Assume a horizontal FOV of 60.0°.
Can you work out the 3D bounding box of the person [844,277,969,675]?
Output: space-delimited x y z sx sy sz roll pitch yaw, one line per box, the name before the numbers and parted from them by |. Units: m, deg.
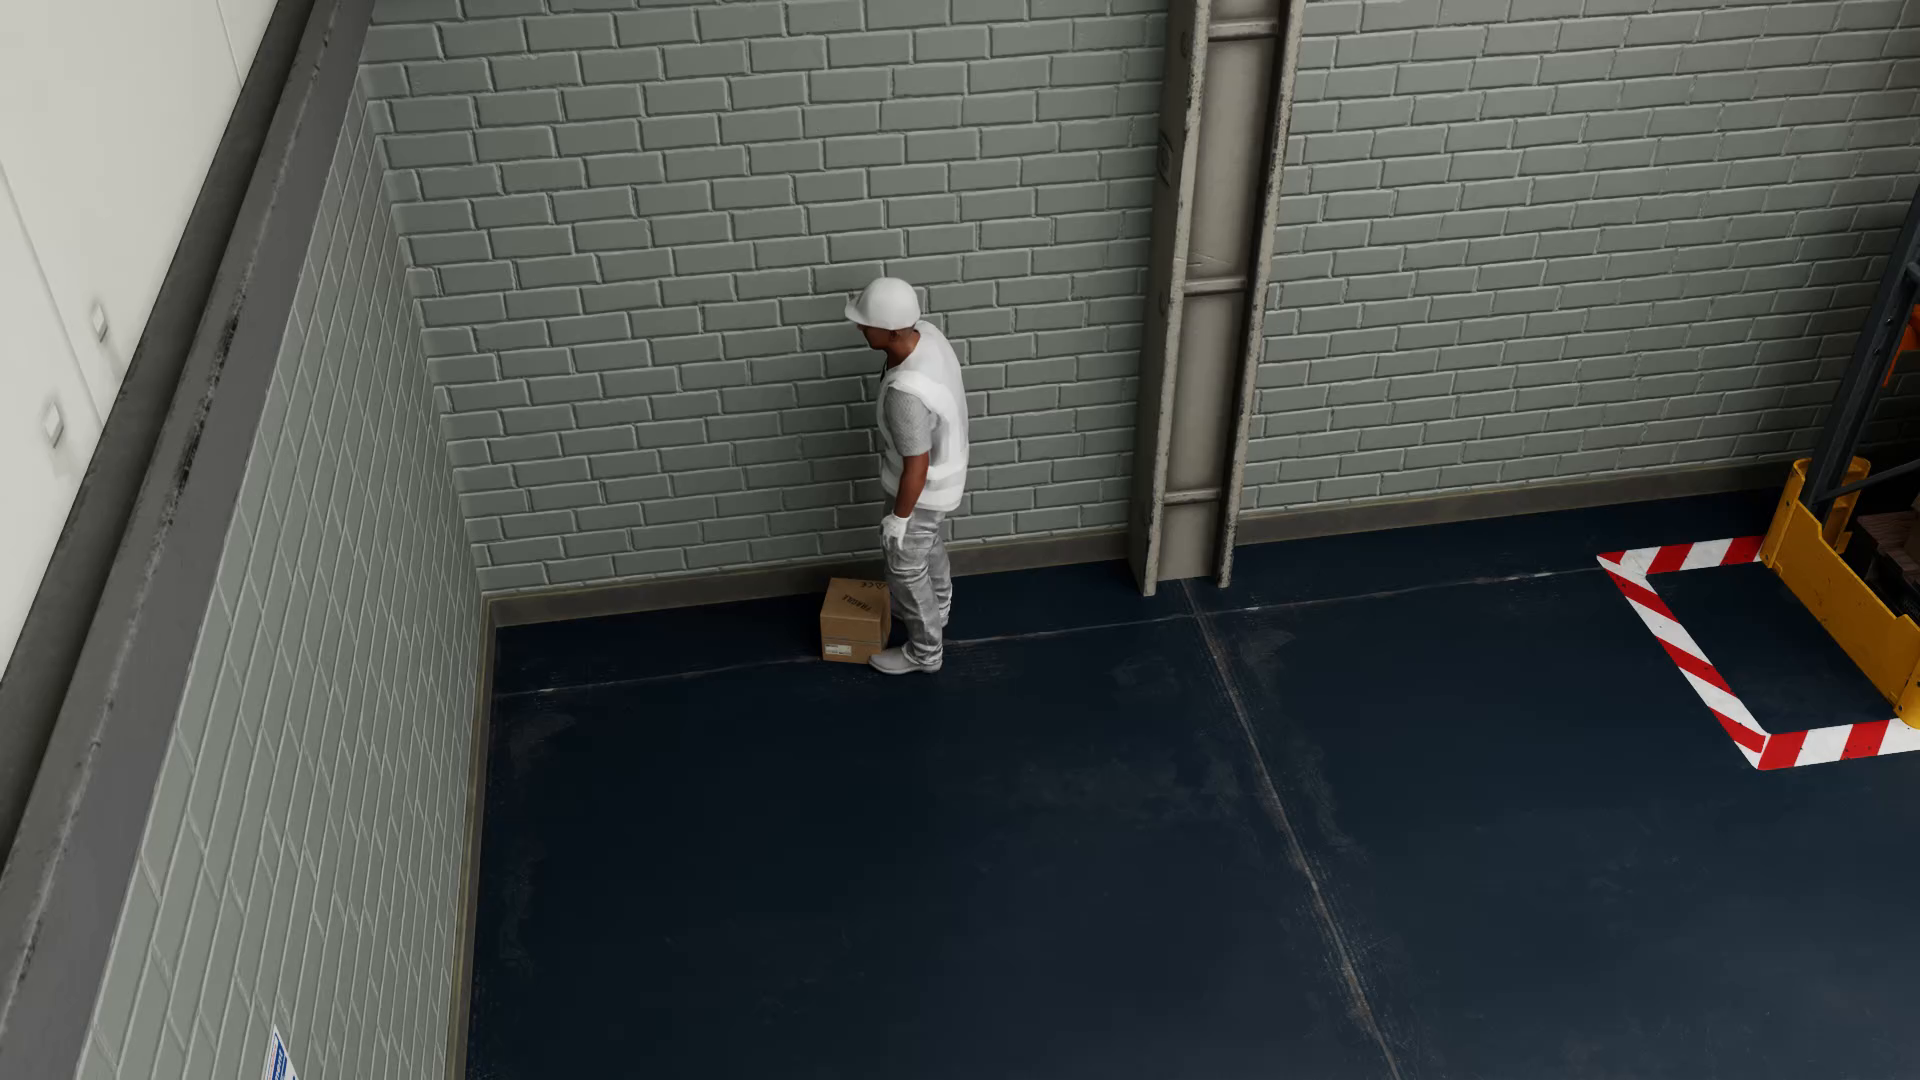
person | -0.191 -0.236 6.442 0.444 1.775 0.629 4 38 5
